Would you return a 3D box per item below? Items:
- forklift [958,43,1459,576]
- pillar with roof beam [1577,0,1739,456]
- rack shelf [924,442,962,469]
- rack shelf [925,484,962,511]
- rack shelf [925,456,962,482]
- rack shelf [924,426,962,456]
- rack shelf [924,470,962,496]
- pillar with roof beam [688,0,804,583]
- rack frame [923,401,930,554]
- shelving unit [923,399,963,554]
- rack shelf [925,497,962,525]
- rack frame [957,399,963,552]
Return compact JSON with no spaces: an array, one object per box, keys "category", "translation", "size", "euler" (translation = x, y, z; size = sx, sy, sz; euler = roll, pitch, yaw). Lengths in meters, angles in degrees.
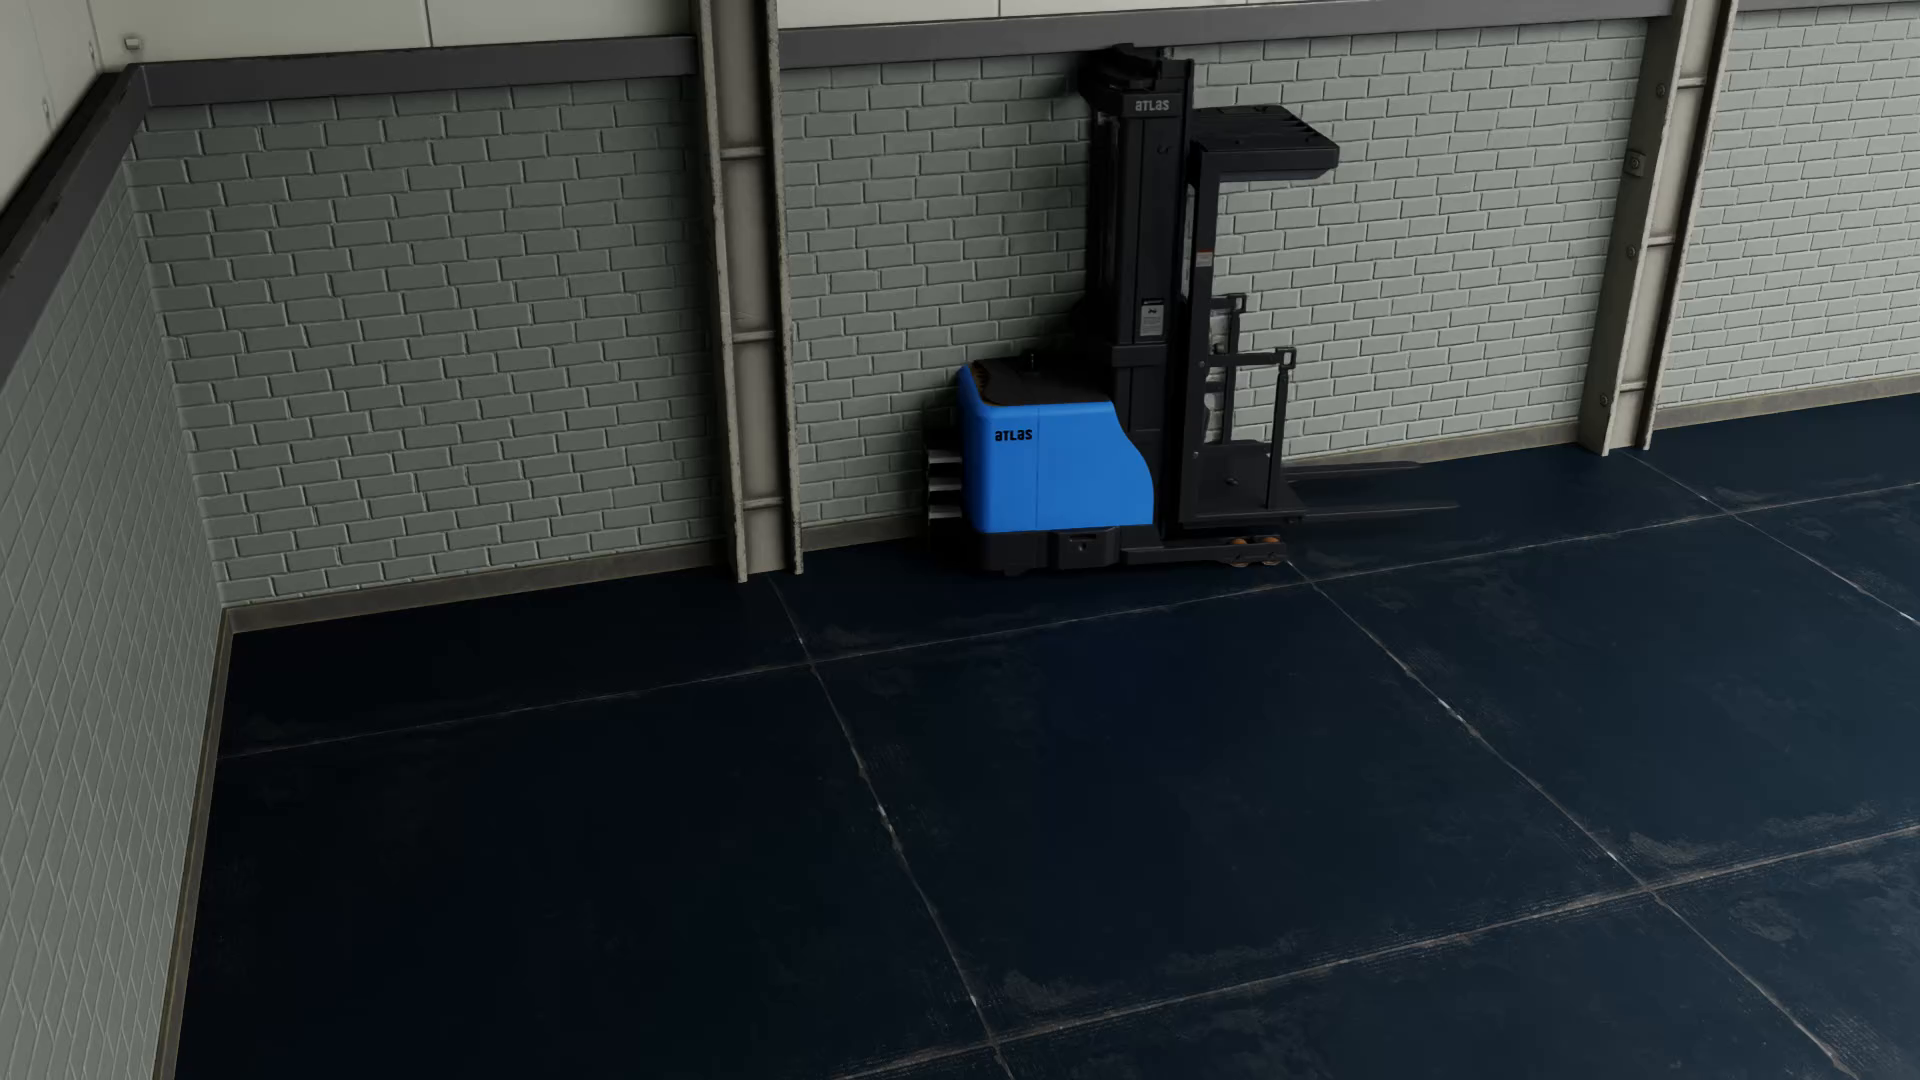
[{"category":"forklift","translation":[1.510,-1.379,9.731],"size":[3.031,2.935,1.130],"euler":[-3,27,-7]},{"category":"pillar with roof beam","translation":[5.876,-2.878,5.928],"size":[0.400,9.000,9.100],"euler":[-8,28,-16]},{"category":"rack shelf","translation":[-0.103,-0.508,9.932],"size":[0.200,0.077,0.258],"euler":[-3,27,-7]},{"category":"rack shelf","translation":[-0.103,-0.266,10.052],"size":[0.200,0.077,0.258],"euler":[-3,27,-7]},{"category":"rack shelf","translation":[-0.103,-0.428,9.972],"size":[0.200,0.077,0.258],"euler":[-3,27,-7]},{"category":"rack shelf","translation":[-0.103,-0.589,9.892],"size":[0.200,0.077,0.258],"euler":[-3,27,-7]},{"category":"rack shelf","translation":[-0.103,-0.347,10.012],"size":[0.200,0.077,0.258],"euler":[-3,27,-7]},{"category":"pillar with roof beam","translation":[0.171,-2.052,4.263],"size":[0.400,9.000,9.100],"euler":[-8,28,-16]},{"category":"rack frame","translation":[-0.204,-0.371,9.985],"size":[0.006,0.900,0.240],"euler":[-3,27,-7]},{"category":"shelving unit","translation":[-0.103,-0.377,9.997],"size":[0.210,0.900,0.258],"euler":[-3,27,-7]},{"category":"rack shelf","translation":[-0.103,-0.186,10.092],"size":[0.200,0.077,0.258],"euler":[-3,27,-7]},{"category":"rack frame","translation":[-0.002,-0.383,10.009],"size":[0.006,0.900,0.240],"euler":[-3,27,-7]}]
